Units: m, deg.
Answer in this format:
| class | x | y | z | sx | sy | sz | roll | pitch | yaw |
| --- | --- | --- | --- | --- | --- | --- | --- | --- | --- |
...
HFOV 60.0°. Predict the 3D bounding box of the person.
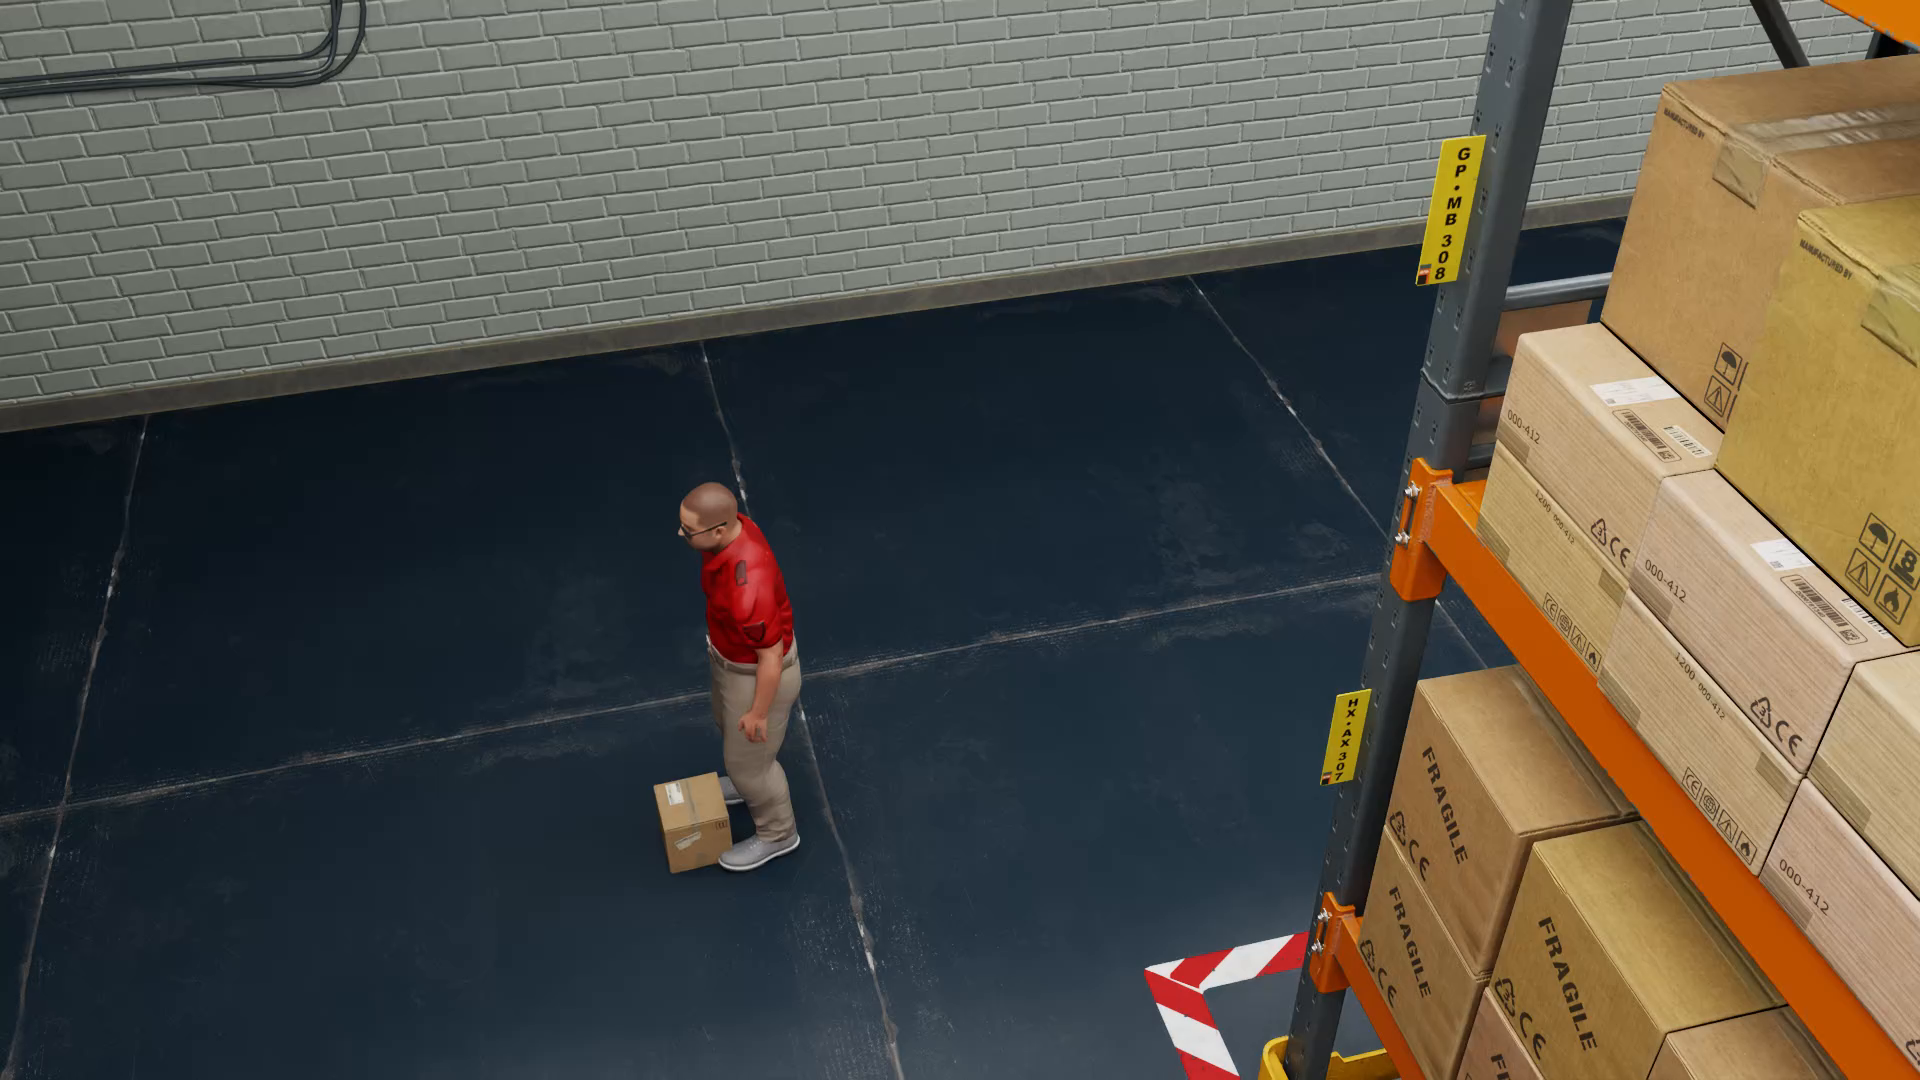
| class | x | y | z | sx | sy | sz | roll | pitch | yaw |
| --- | --- | --- | --- | --- | --- | --- | --- | --- | --- |
| person | -0.796 | 0.476 | 6.116 | 0.393 | 1.725 | 0.594 | -11 | 39 | -14 |
